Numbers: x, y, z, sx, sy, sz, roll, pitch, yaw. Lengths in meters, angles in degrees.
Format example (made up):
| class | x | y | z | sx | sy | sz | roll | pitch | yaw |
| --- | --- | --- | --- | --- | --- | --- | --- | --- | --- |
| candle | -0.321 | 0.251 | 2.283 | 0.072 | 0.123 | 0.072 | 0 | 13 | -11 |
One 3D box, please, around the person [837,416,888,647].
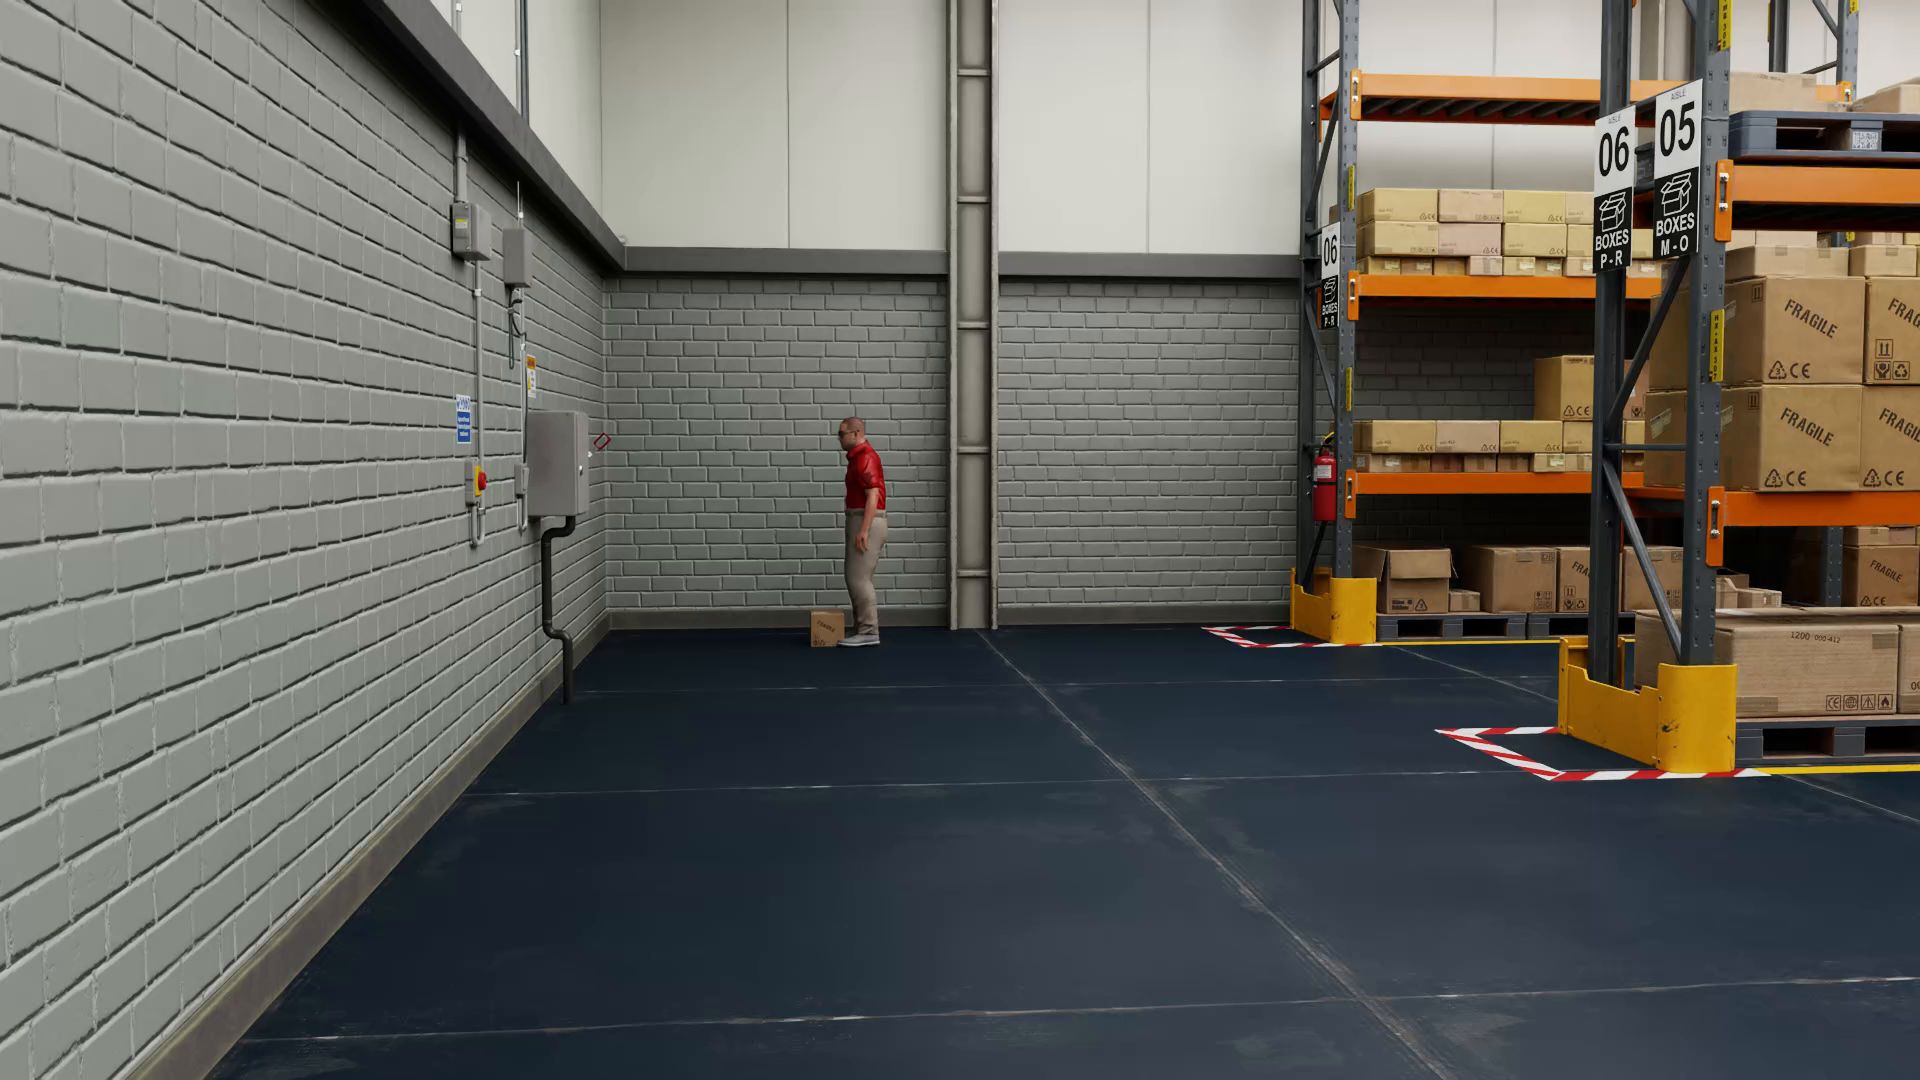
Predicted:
| class | x | y | z | sx | sy | sz | roll | pitch | yaw |
| --- | --- | --- | --- | --- | --- | --- | --- | --- | --- |
| person | -0.753 | -0.069 | 12.588 | 0.394 | 1.726 | 0.605 | -1 | 3 | -10 |
